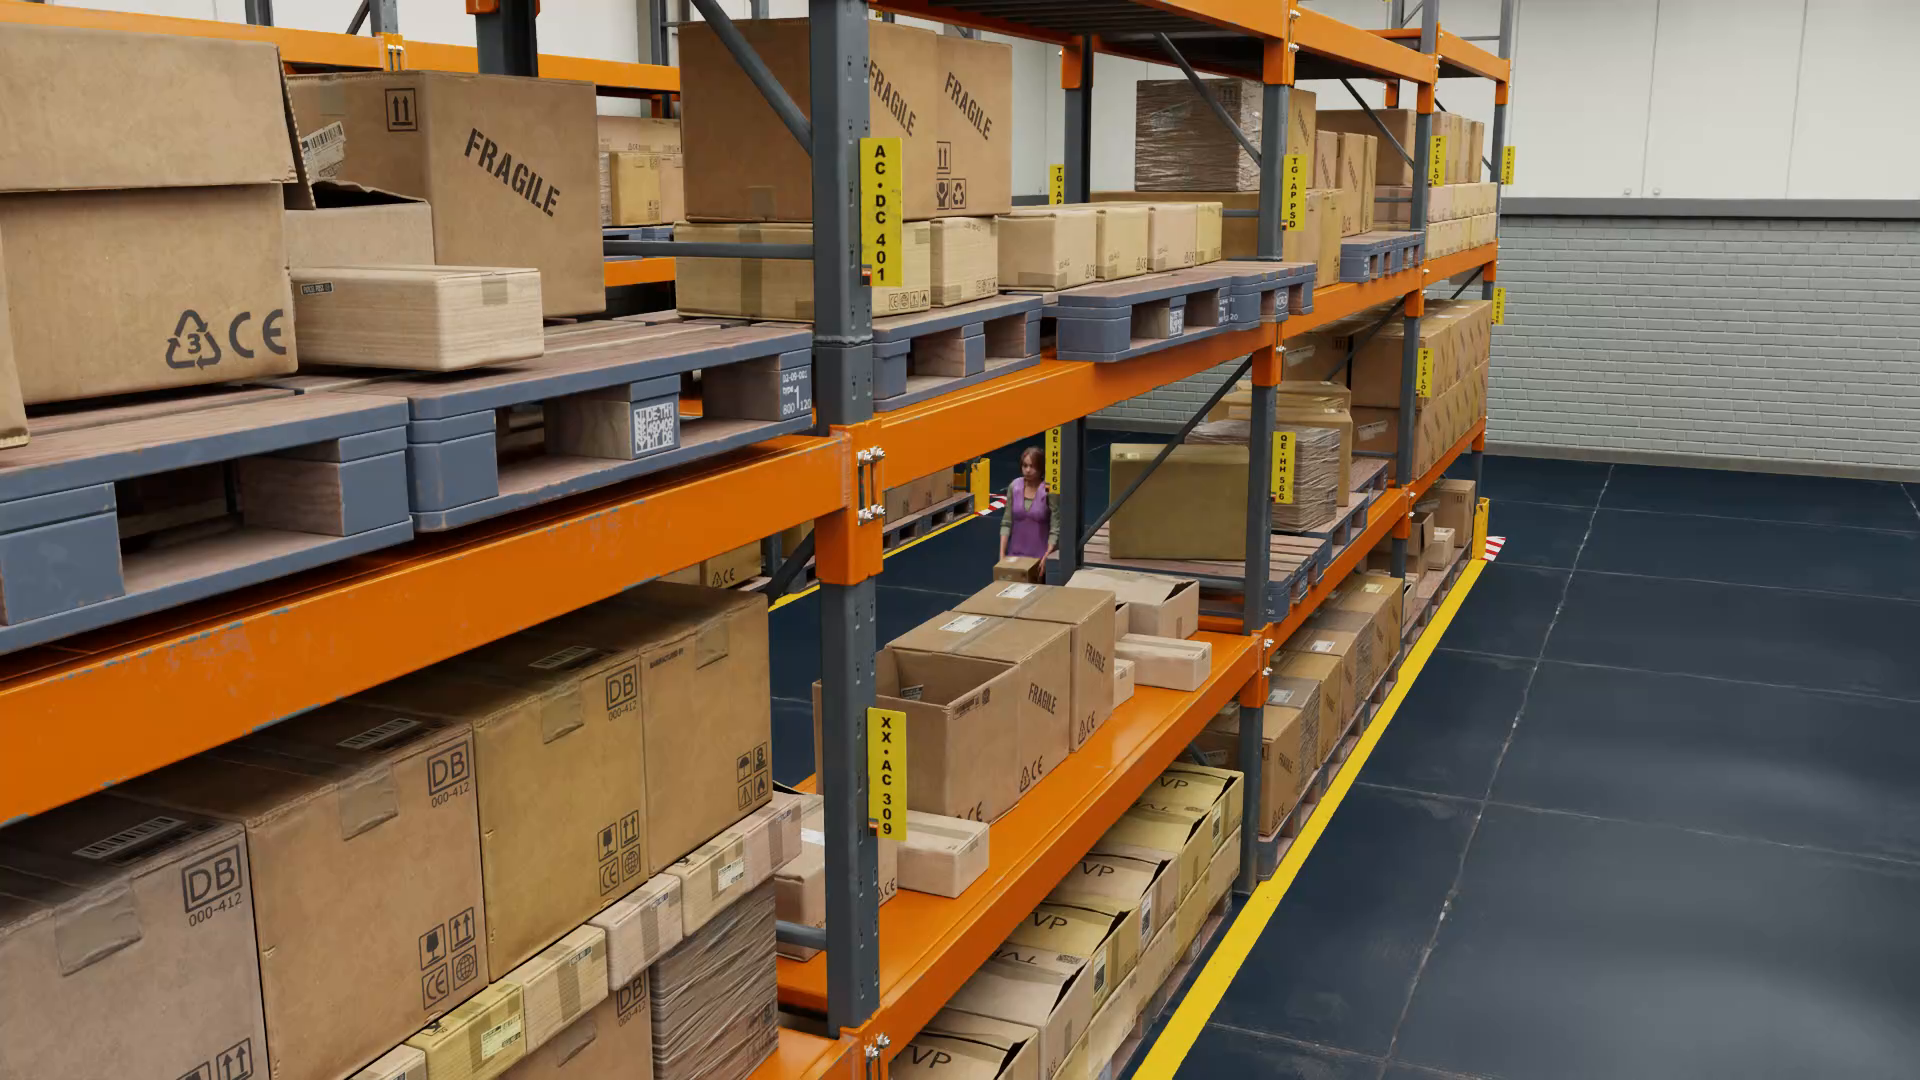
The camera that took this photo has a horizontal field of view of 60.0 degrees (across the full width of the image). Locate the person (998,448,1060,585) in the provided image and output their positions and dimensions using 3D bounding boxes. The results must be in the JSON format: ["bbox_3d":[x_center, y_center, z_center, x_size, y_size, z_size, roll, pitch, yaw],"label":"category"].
[{"bbox_3d":[0.485,0.163,11.285,0.462,1.582,0.344,6,14,24],"label":"person"}]
